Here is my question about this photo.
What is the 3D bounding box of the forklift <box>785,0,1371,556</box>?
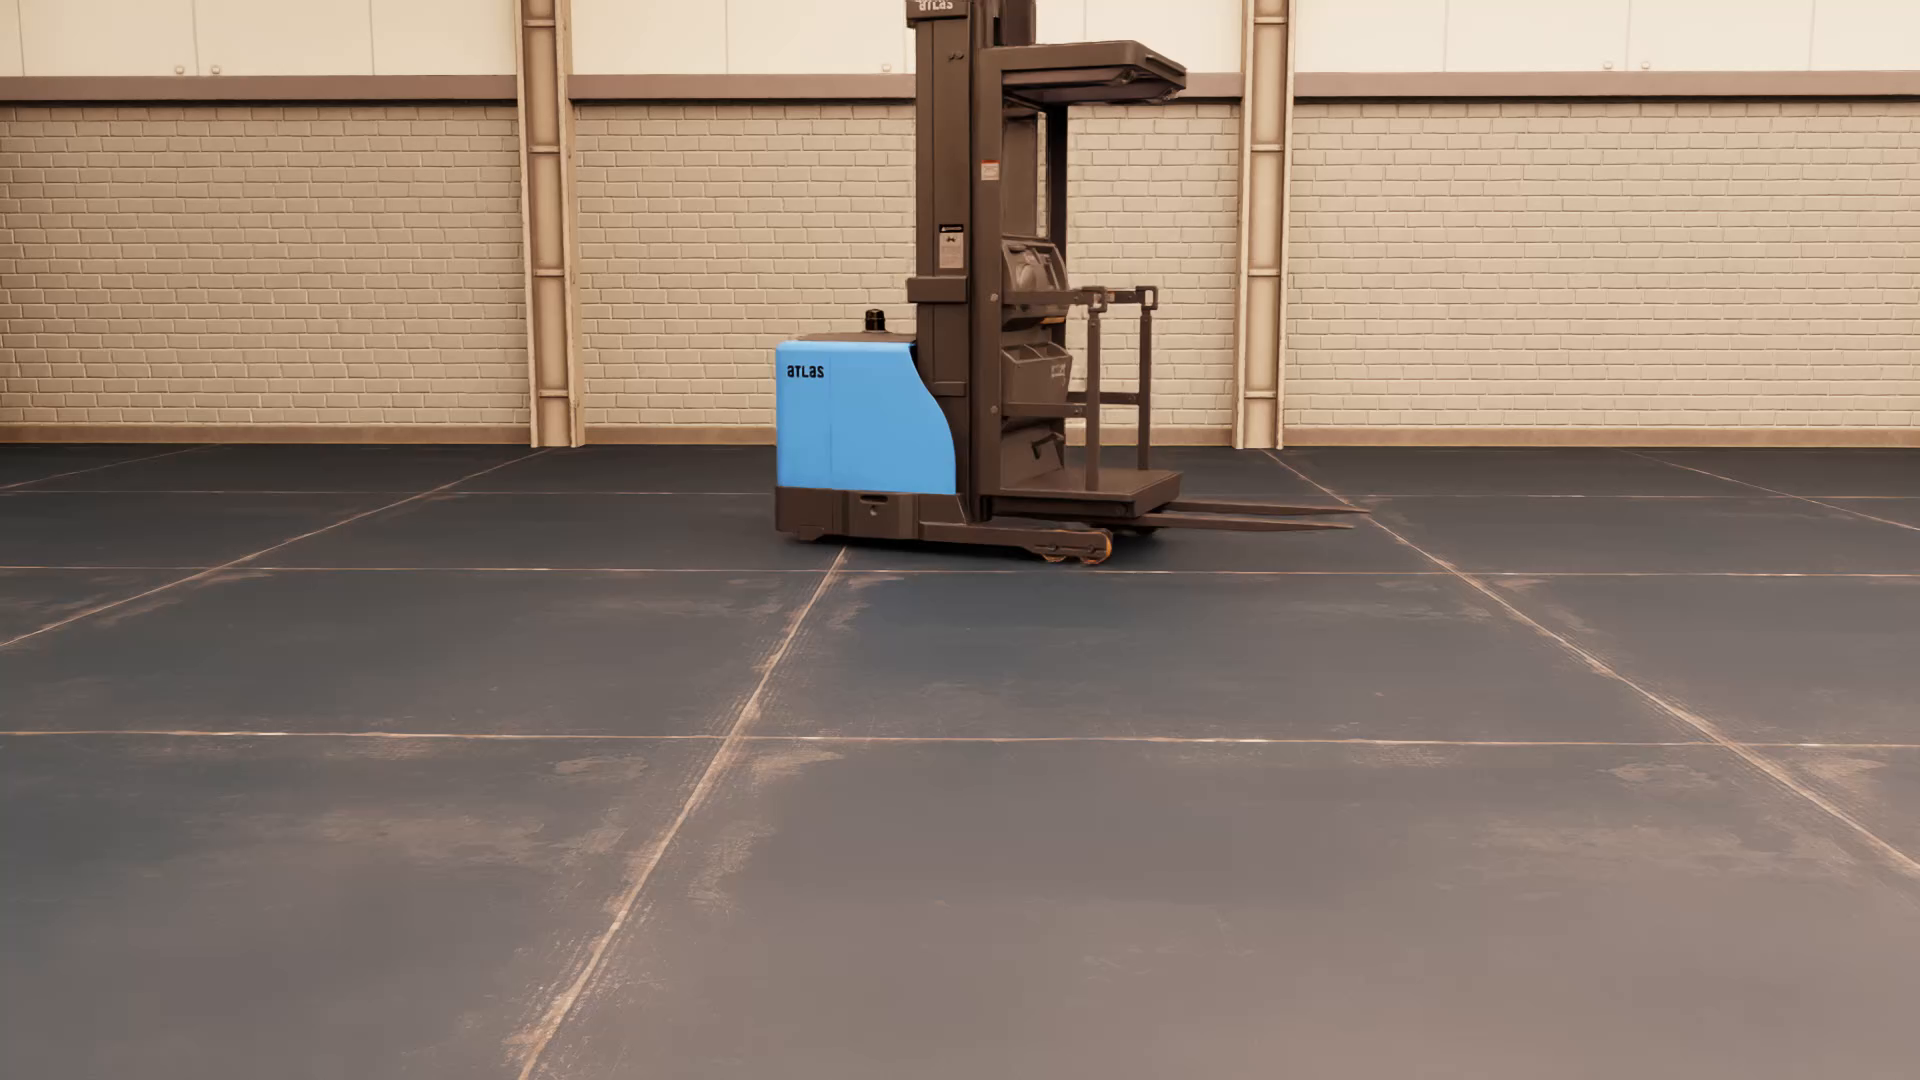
[{"bbox_3d":[0.621,-1.450,8.787,3.031,2.935,1.130,0,9,1],"label":"forklift"}]

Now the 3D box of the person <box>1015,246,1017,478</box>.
[{"bbox_3d":[0.425,-1.273,11.923,0.446,1.640,0.643,0,9,-2],"label":"person"}]
